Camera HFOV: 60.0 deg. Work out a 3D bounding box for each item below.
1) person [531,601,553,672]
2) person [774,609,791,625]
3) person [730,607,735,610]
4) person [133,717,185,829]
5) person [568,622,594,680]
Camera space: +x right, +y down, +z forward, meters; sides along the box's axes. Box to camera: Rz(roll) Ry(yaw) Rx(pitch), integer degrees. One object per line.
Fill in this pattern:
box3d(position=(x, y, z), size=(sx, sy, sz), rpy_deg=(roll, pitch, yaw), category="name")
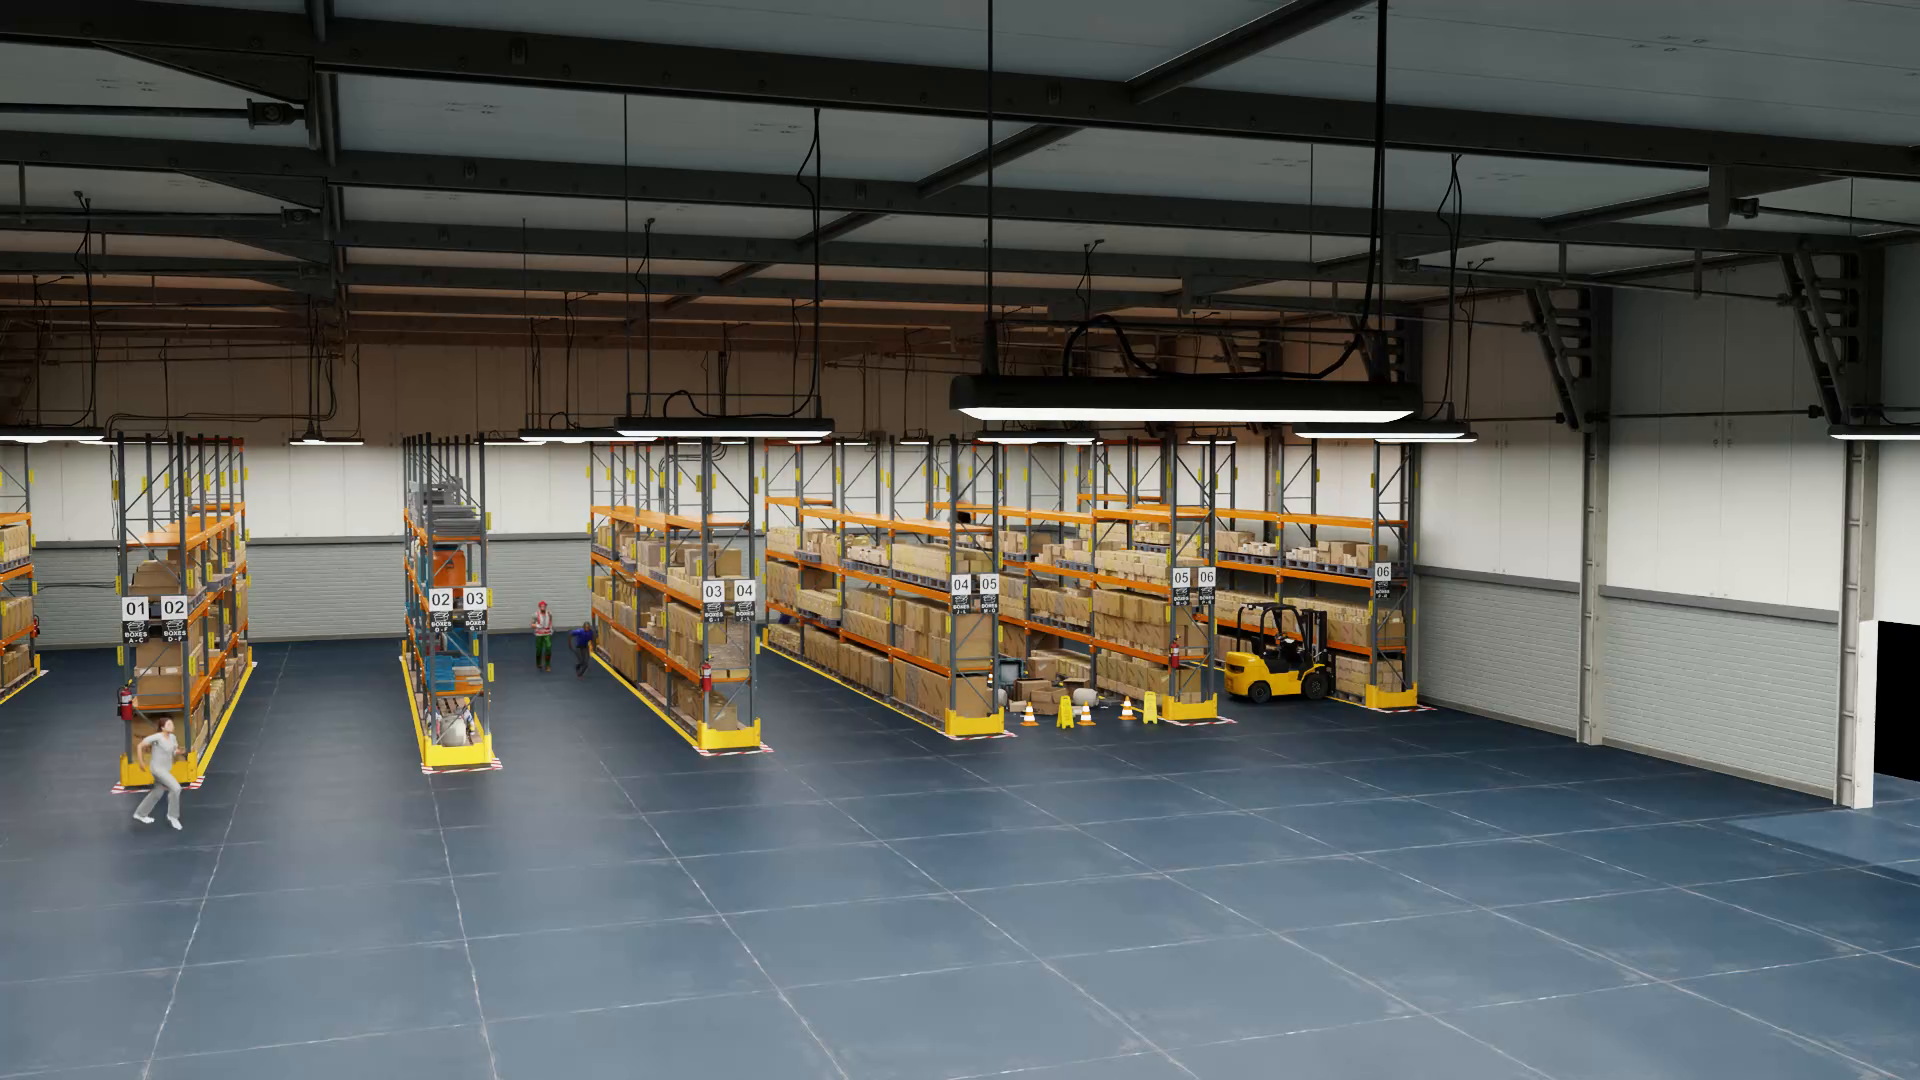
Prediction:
box3d(position=(-10.713, 2.471, 42.639), size=(0.588, 1.831, 0.835), rpy_deg=(-1, 3, -23), category="person")
box3d(position=(-5.209, 2.180, 49.501), size=(0.667, 1.590, 0.584), rpy_deg=(-2, 4, -28), category="person")
box3d(position=(-6.533, 2.207, 48.044), size=(0.699, 1.824, 0.720), rpy_deg=(0, 3, 0), category="person")
box3d(position=(-12.062, 3.506, 25.024), size=(0.834, 1.694, 0.587), rpy_deg=(0, 3, 9), category="person")
box3d(position=(-9.298, 2.728, 40.859), size=(0.596, 1.480, 0.783), rpy_deg=(-2, 4, -36), category="person")
